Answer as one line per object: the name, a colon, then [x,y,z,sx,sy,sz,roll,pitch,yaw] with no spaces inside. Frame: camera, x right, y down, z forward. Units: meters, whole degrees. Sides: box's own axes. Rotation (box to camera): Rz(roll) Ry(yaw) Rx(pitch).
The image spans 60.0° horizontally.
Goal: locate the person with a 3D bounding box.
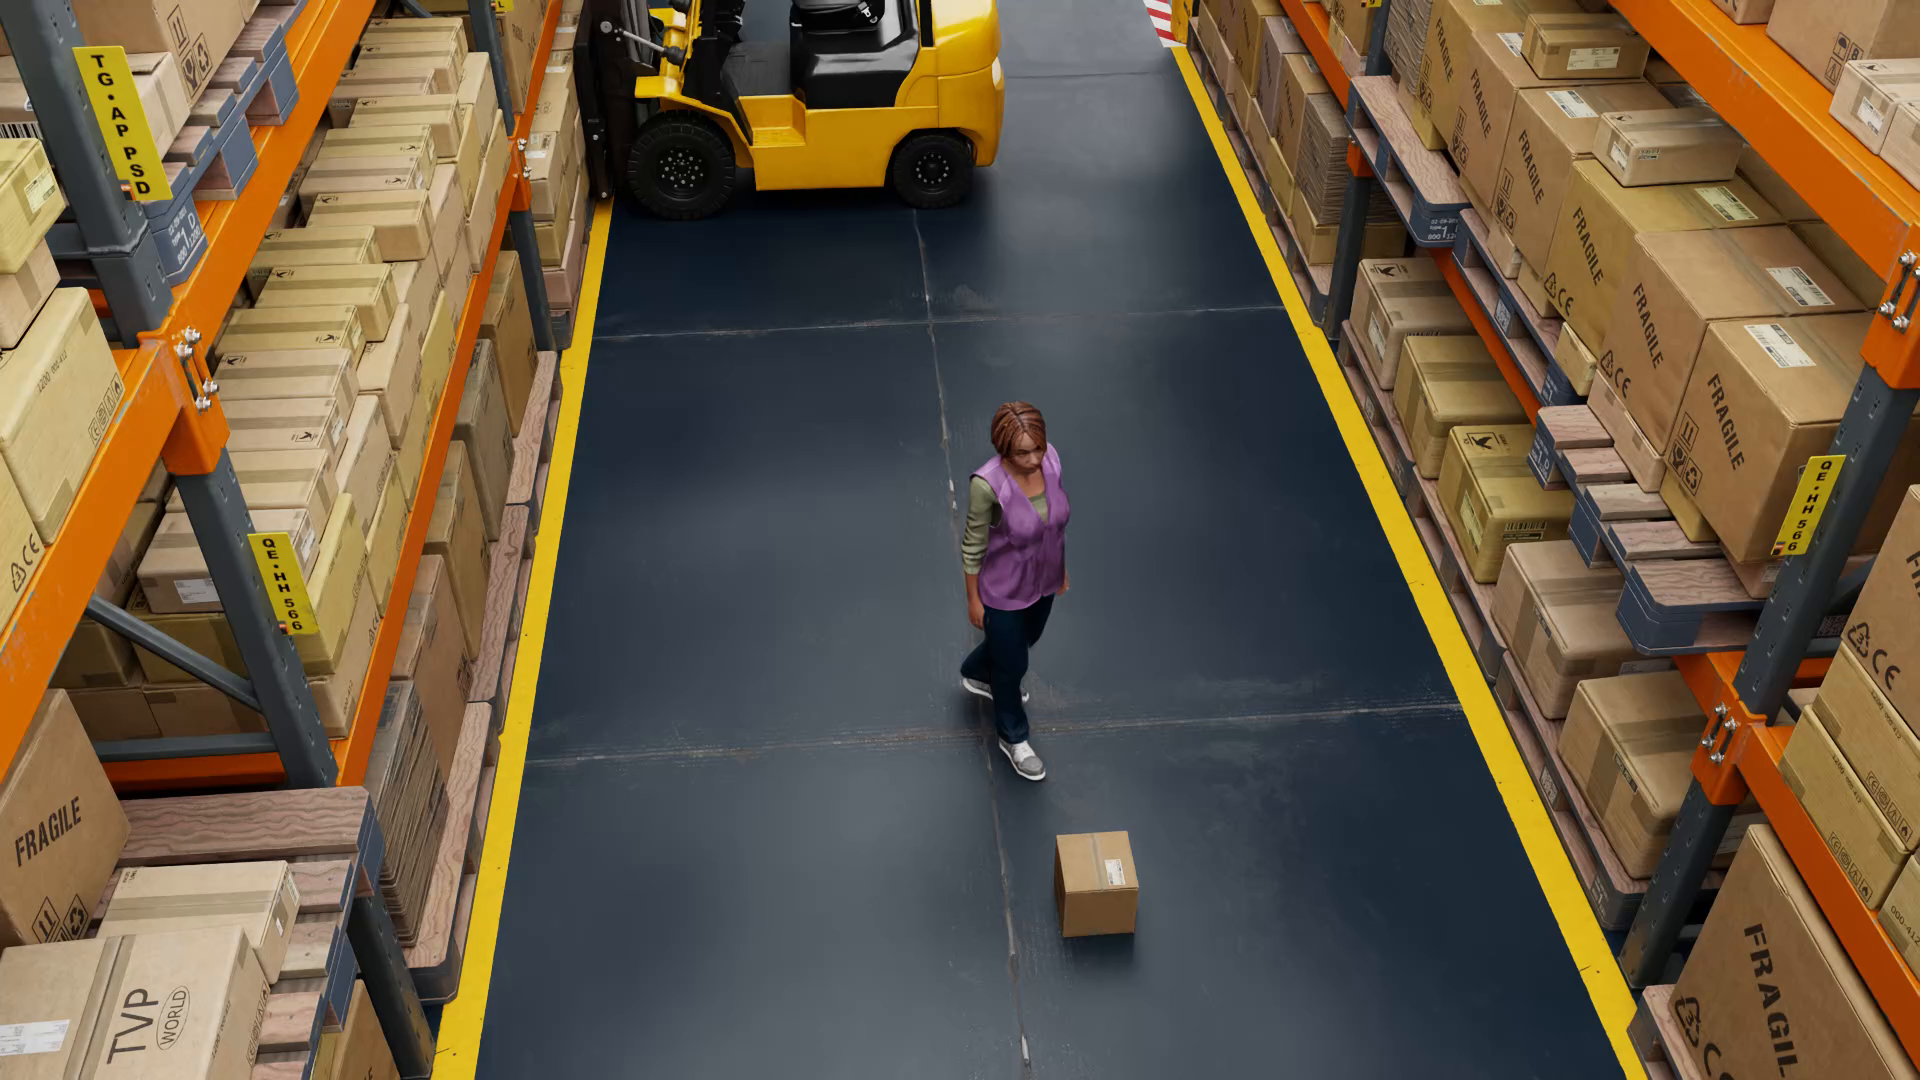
person: [0.180,0.141,5.986,0.430,1.600,0.557,-30,48,-31]
